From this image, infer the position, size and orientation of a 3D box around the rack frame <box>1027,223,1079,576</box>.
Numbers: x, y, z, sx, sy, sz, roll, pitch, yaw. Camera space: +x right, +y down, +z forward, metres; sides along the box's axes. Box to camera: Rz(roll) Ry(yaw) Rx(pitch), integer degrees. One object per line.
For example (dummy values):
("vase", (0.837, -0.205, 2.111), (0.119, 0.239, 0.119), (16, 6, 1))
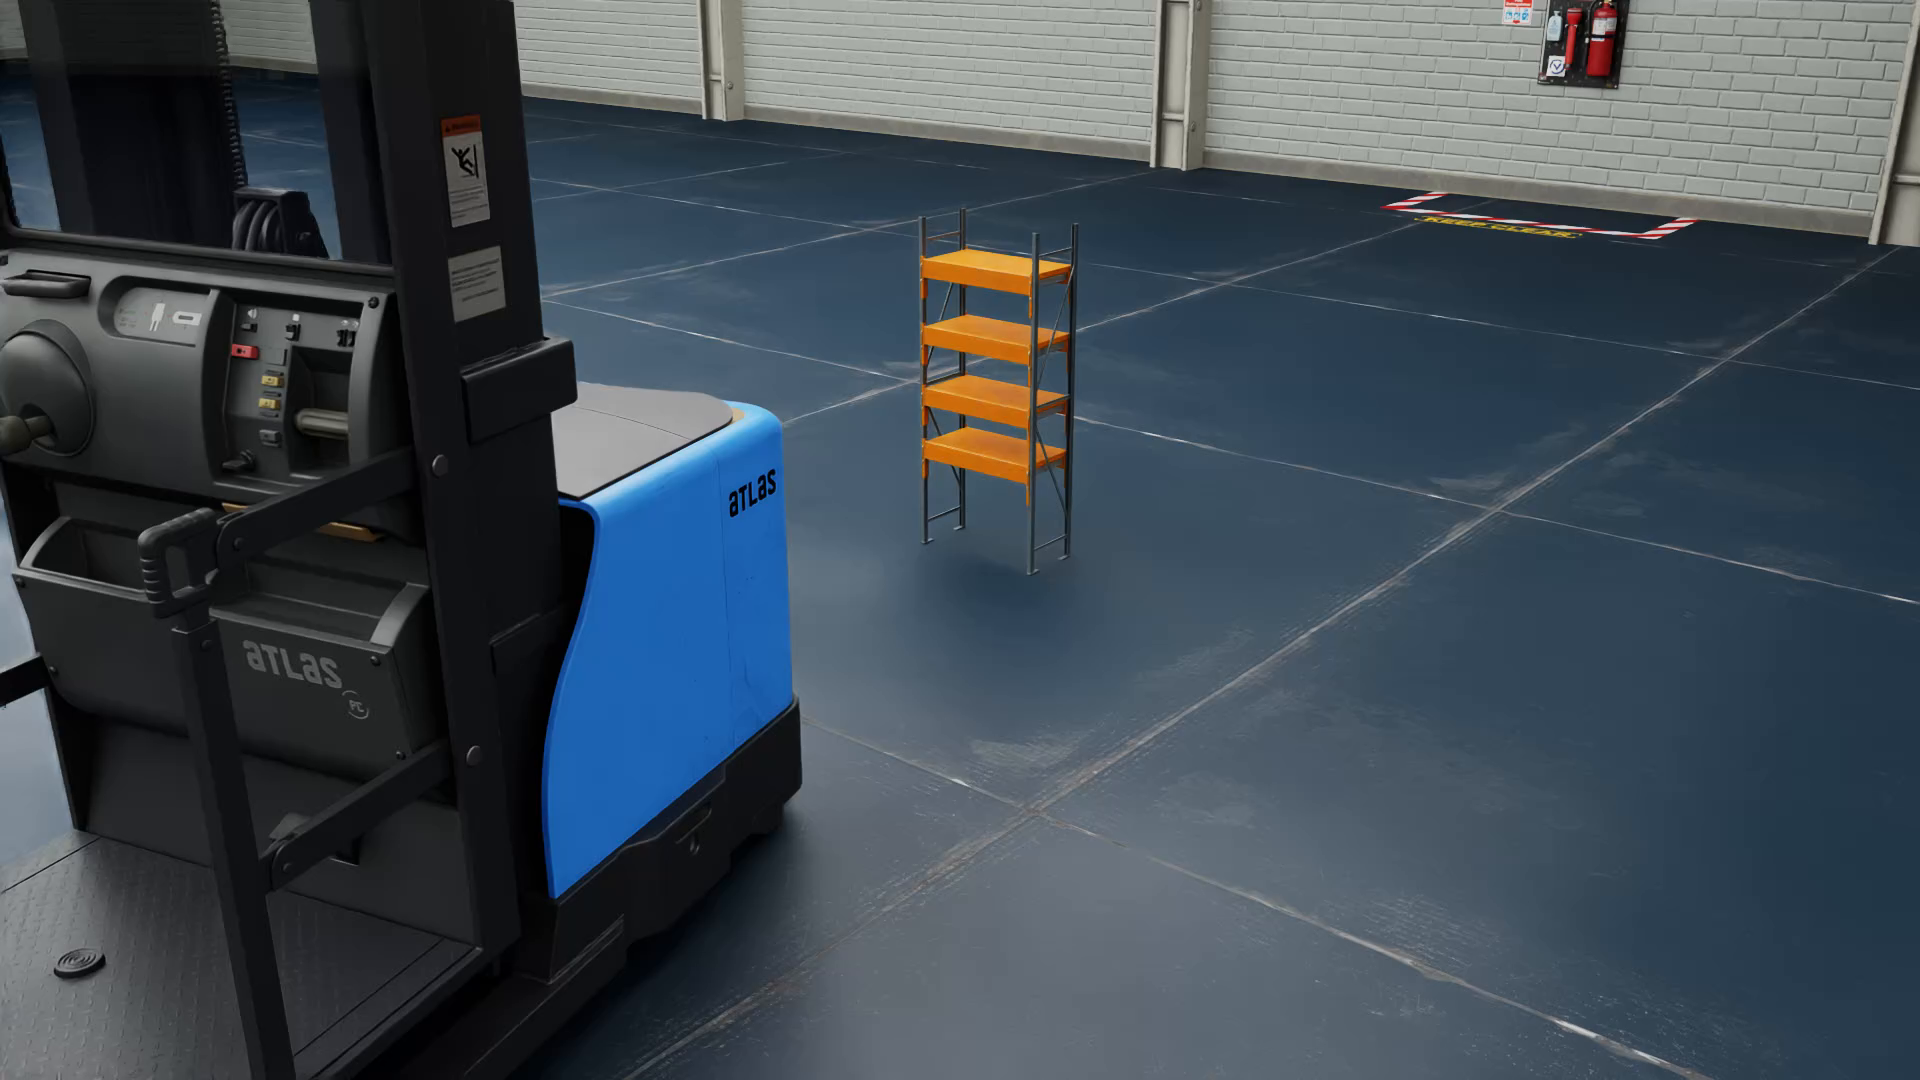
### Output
("rack frame", (0.317, -0.470, 5.714), (0.015, 1.200, 0.240), (16, 26, 36))

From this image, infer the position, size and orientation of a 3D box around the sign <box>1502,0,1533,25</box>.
("sign", (4.381, -4.214, 13.041), (0.234, 0.329, 0.001), (16, 26, 36))

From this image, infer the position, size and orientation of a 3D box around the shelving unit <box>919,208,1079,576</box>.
("shelving unit", (0.128, -0.524, 5.859), (0.503, 1.200, 0.258), (16, 26, 36))

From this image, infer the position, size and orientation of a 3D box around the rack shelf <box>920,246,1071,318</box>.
("rack shelf", (0.128, -0.892, 5.720), (0.480, 0.148, 0.258), (16, 26, 36))

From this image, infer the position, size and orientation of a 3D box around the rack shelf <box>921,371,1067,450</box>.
("rack shelf", (0.128, -0.462, 5.882), (0.480, 0.148, 0.258), (16, 26, 36))

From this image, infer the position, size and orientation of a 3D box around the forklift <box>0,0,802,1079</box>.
("forklift", (-1.468, -0.281, 2.759), (1.130, 2.935, 3.031), (9, 22, 22))

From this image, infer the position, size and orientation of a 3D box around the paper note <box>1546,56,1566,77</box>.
("paper note", (4.650, -3.692, 12.956), (0.142, 0.148, 0.016), (16, 26, 36))

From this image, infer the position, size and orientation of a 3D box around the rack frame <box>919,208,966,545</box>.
("rack frame", (-0.061, -0.579, 6.003), (0.015, 1.200, 0.240), (16, 26, 36))

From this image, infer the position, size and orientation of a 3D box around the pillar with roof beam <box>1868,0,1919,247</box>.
("pillar with roof beam", (3.912, -5.114, 6.977), (0.400, 9.000, 9.100), (16, 26, 36))

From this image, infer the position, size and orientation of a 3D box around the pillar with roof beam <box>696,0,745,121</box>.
("pillar with roof beam", (-5.385, -7.792, 14.076), (0.400, 9.000, 9.100), (16, 26, 36))

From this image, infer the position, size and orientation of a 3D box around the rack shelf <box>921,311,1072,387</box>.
("rack shelf", (0.128, -0.671, 5.803), (0.480, 0.148, 0.258), (16, 26, 36))

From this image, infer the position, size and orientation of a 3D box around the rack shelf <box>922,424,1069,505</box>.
("rack shelf", (0.128, -0.276, 5.952), (0.480, 0.148, 0.258), (16, 26, 36))

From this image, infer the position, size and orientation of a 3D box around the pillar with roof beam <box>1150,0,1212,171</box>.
("pillar with roof beam", (-0.736, -6.453, 10.527), (0.400, 9.000, 9.100), (16, 26, 36))

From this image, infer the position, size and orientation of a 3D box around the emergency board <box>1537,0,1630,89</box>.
("emergency board", (4.744, -4.046, 12.646), (0.643, 1.169, 0.194), (16, 26, 36))
